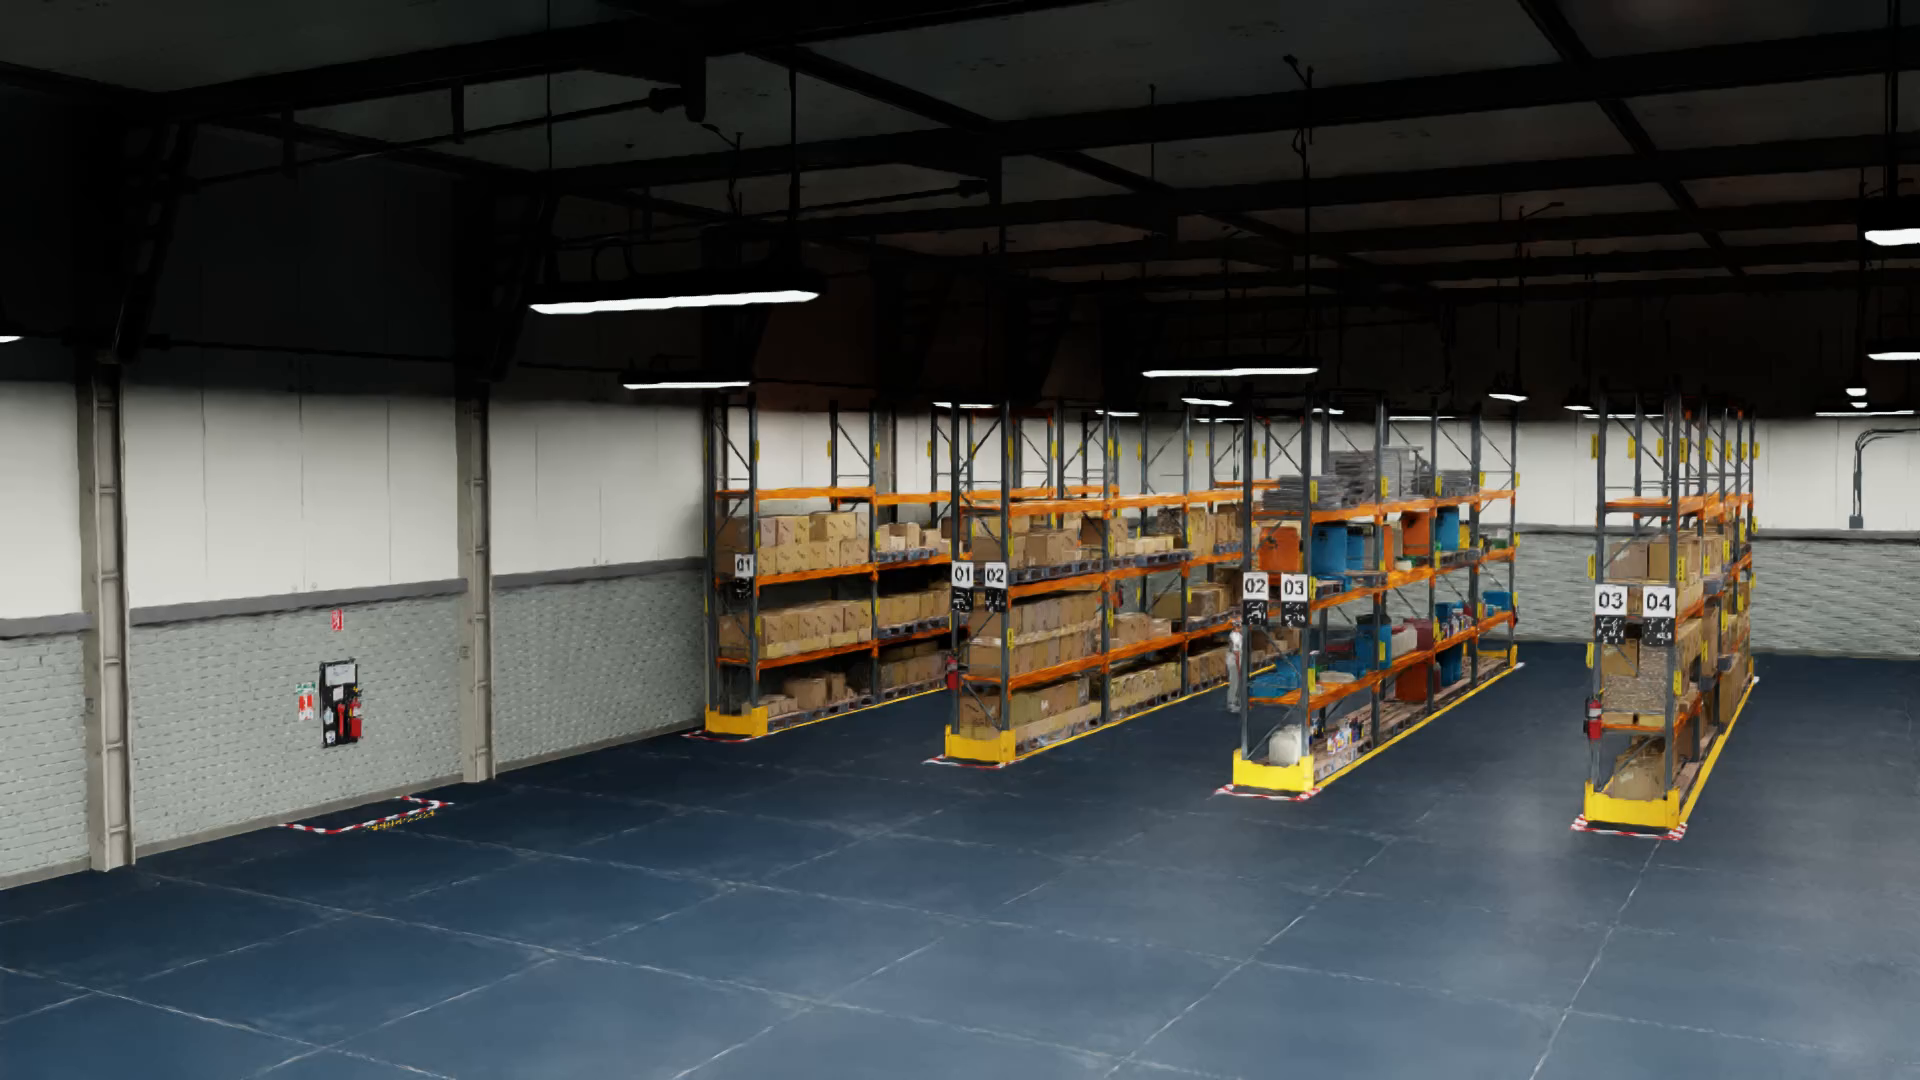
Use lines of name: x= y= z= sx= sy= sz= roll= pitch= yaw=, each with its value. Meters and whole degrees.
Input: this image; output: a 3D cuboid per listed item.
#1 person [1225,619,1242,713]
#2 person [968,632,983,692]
person: x=5.324 y=2.390 z=31.800 sx=0.492 sy=1.767 sz=0.627 roll=0 pitch=3 yaw=2
person: x=0.387 y=2.356 z=32.759 sx=0.451 sy=1.727 sz=0.584 roll=0 pitch=3 yaw=0
